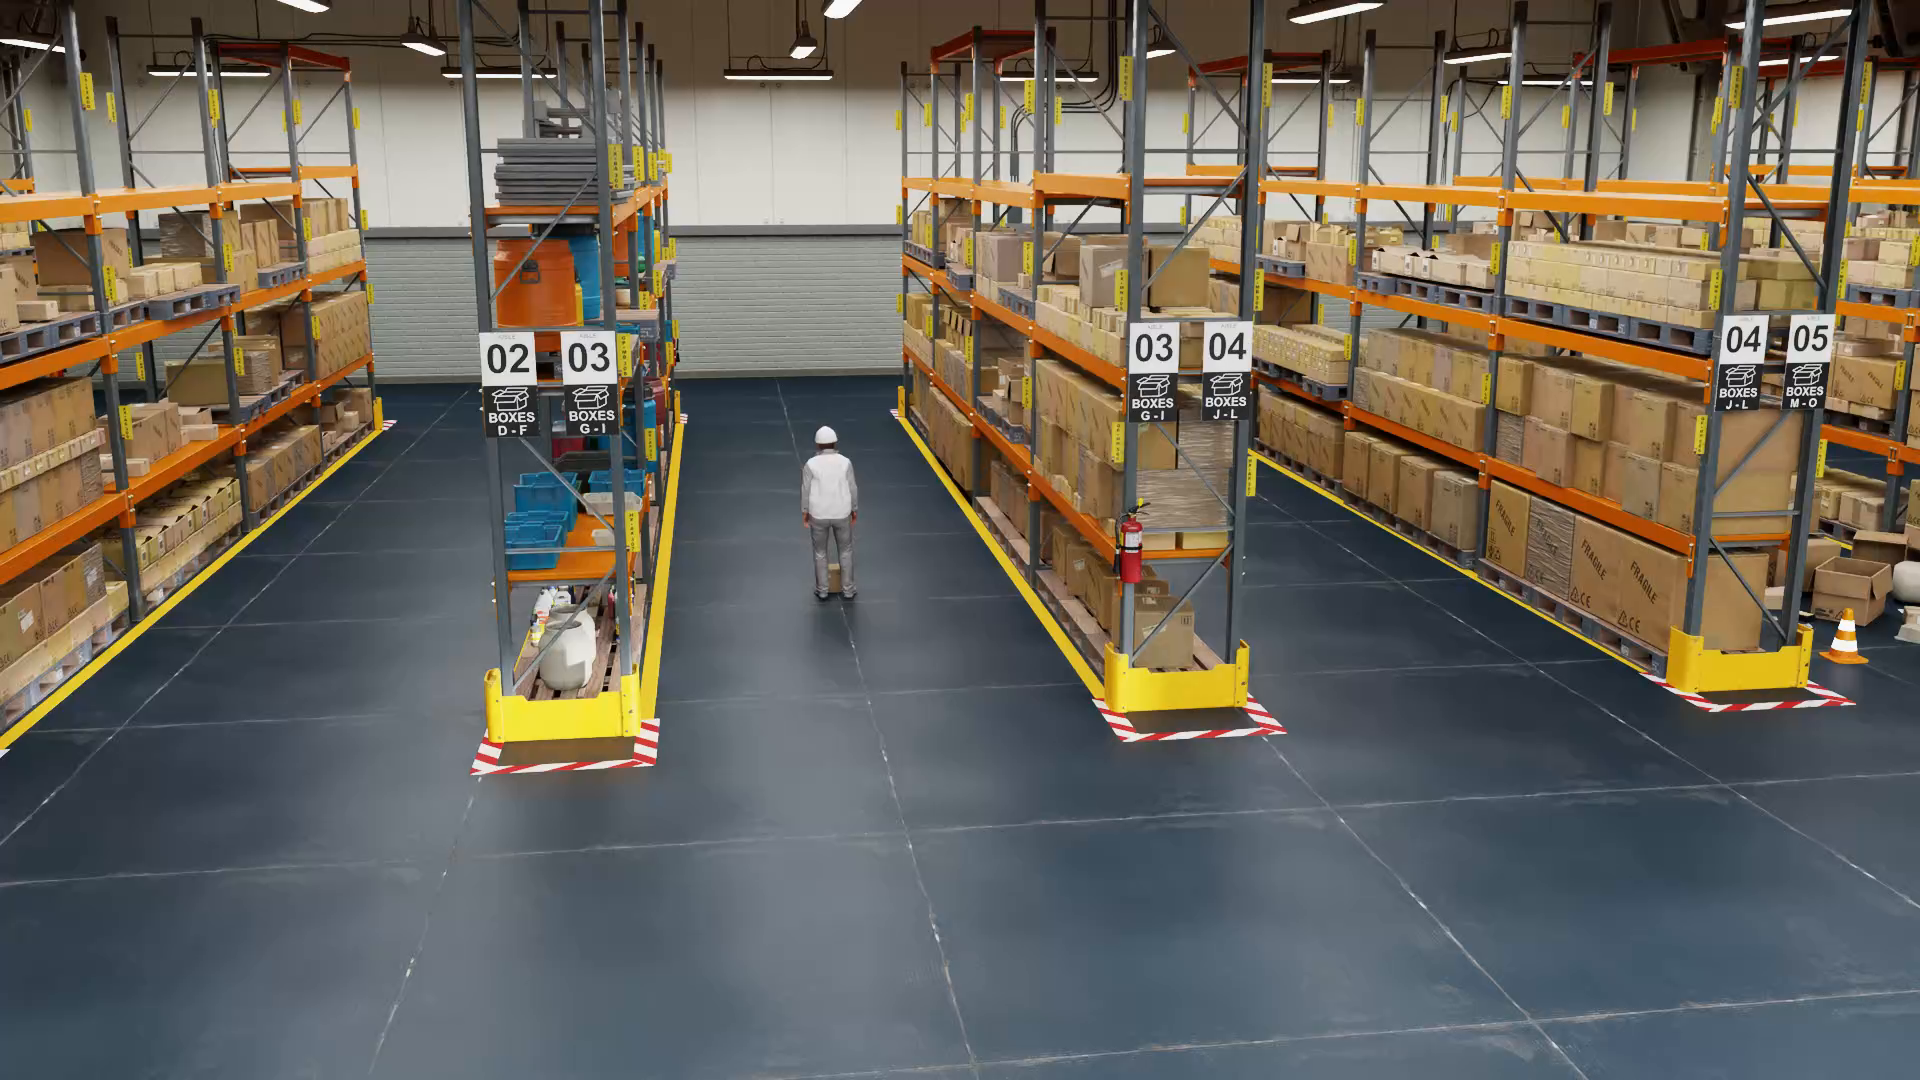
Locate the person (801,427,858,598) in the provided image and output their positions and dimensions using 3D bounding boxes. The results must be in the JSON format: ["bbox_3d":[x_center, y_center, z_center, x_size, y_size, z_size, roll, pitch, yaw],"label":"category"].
[{"bbox_3d":[-1.341,-0.280,17.135,0.585,1.771,0.466,-2,13,-9],"label":"person"}]
